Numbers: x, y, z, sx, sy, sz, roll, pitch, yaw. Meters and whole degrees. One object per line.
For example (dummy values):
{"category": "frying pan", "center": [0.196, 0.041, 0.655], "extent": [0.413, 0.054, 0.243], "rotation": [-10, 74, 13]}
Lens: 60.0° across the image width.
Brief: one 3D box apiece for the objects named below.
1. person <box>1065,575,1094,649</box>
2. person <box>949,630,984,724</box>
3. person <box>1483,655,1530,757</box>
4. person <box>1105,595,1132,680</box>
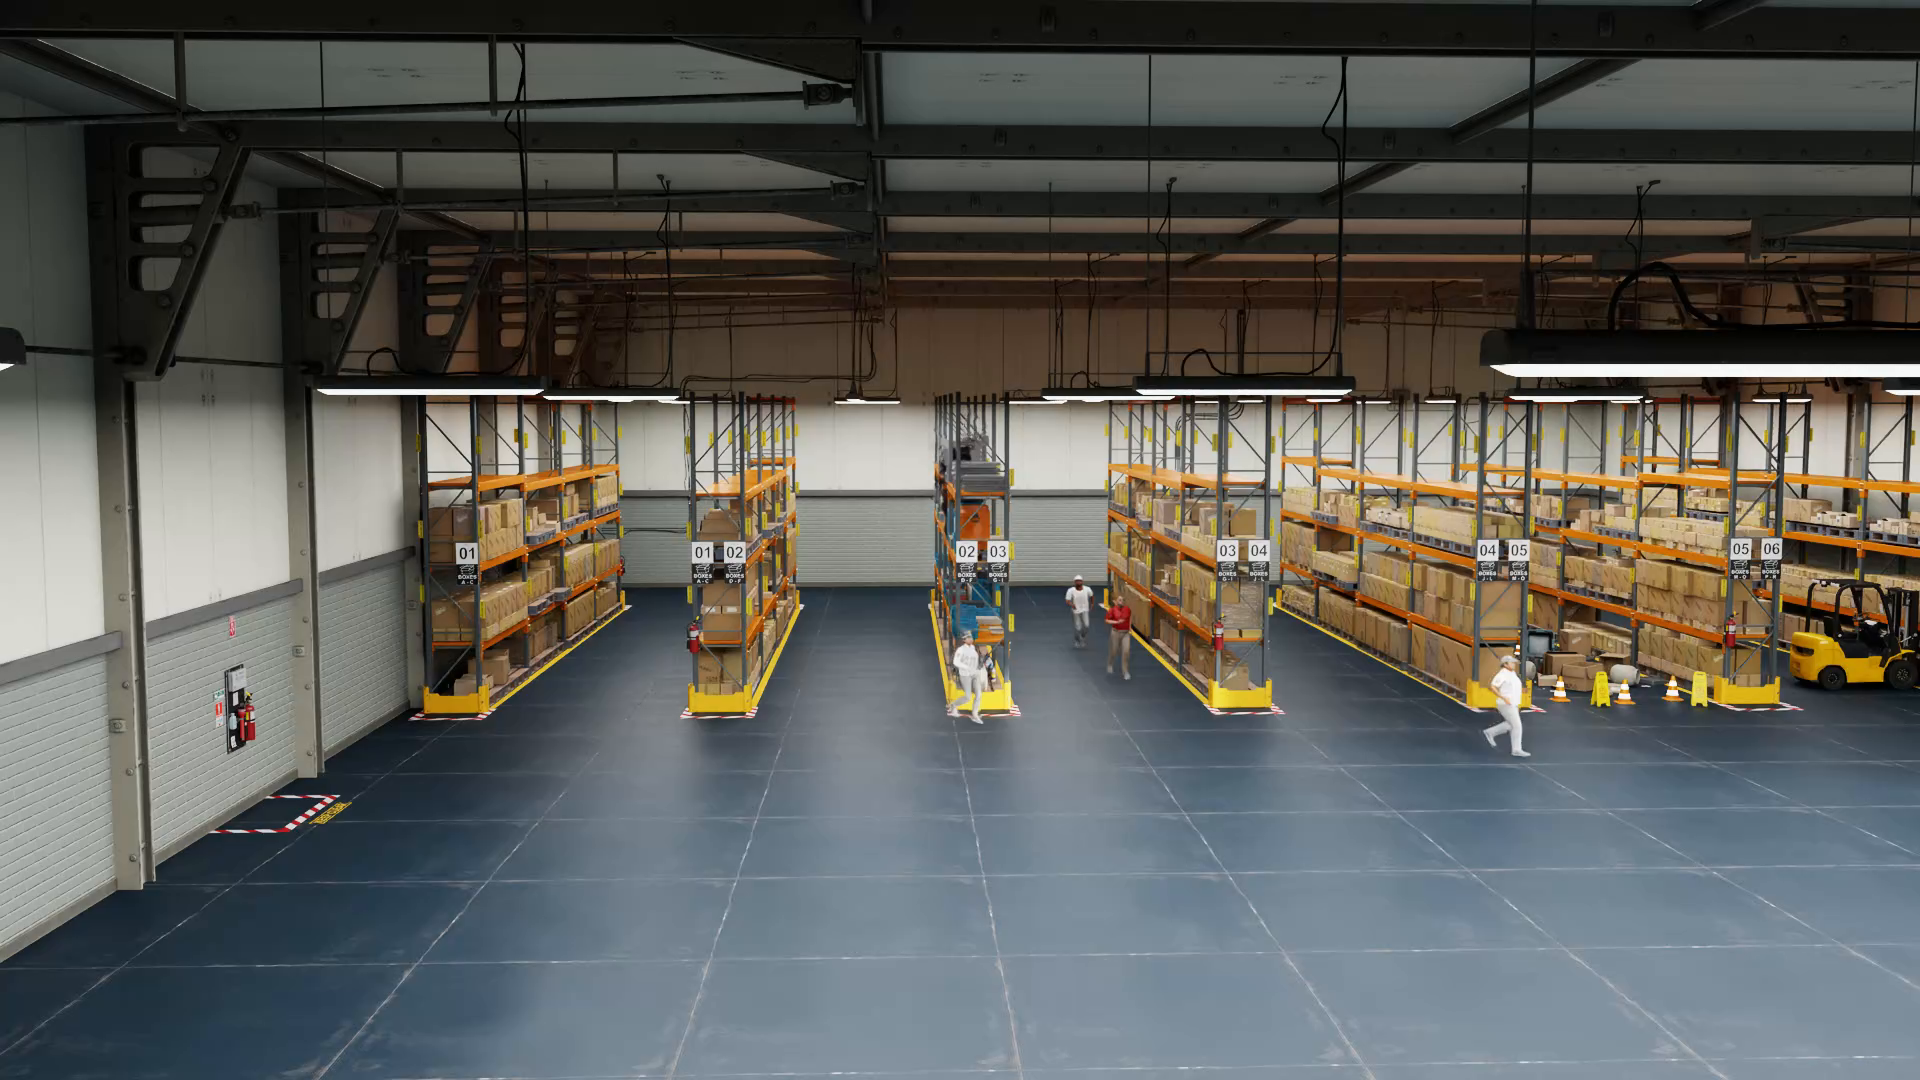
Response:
{"category": "person", "center": [2.855, 1.704, 39.386], "extent": [0.712, 1.737, 0.653], "rotation": [0, 5, -3]}
{"category": "person", "center": [0.123, 2.478, 30.219], "extent": [0.712, 1.702, 0.626], "rotation": [4, 6, 41]}
{"category": "person", "center": [9.016, 2.710, 27.392], "extent": [0.823, 1.635, 0.621], "rotation": [4, 6, 39]}
{"category": "person", "center": [3.363, 2.024, 35.166], "extent": [0.673, 1.740, 0.942], "rotation": [-1, 5, -16]}
